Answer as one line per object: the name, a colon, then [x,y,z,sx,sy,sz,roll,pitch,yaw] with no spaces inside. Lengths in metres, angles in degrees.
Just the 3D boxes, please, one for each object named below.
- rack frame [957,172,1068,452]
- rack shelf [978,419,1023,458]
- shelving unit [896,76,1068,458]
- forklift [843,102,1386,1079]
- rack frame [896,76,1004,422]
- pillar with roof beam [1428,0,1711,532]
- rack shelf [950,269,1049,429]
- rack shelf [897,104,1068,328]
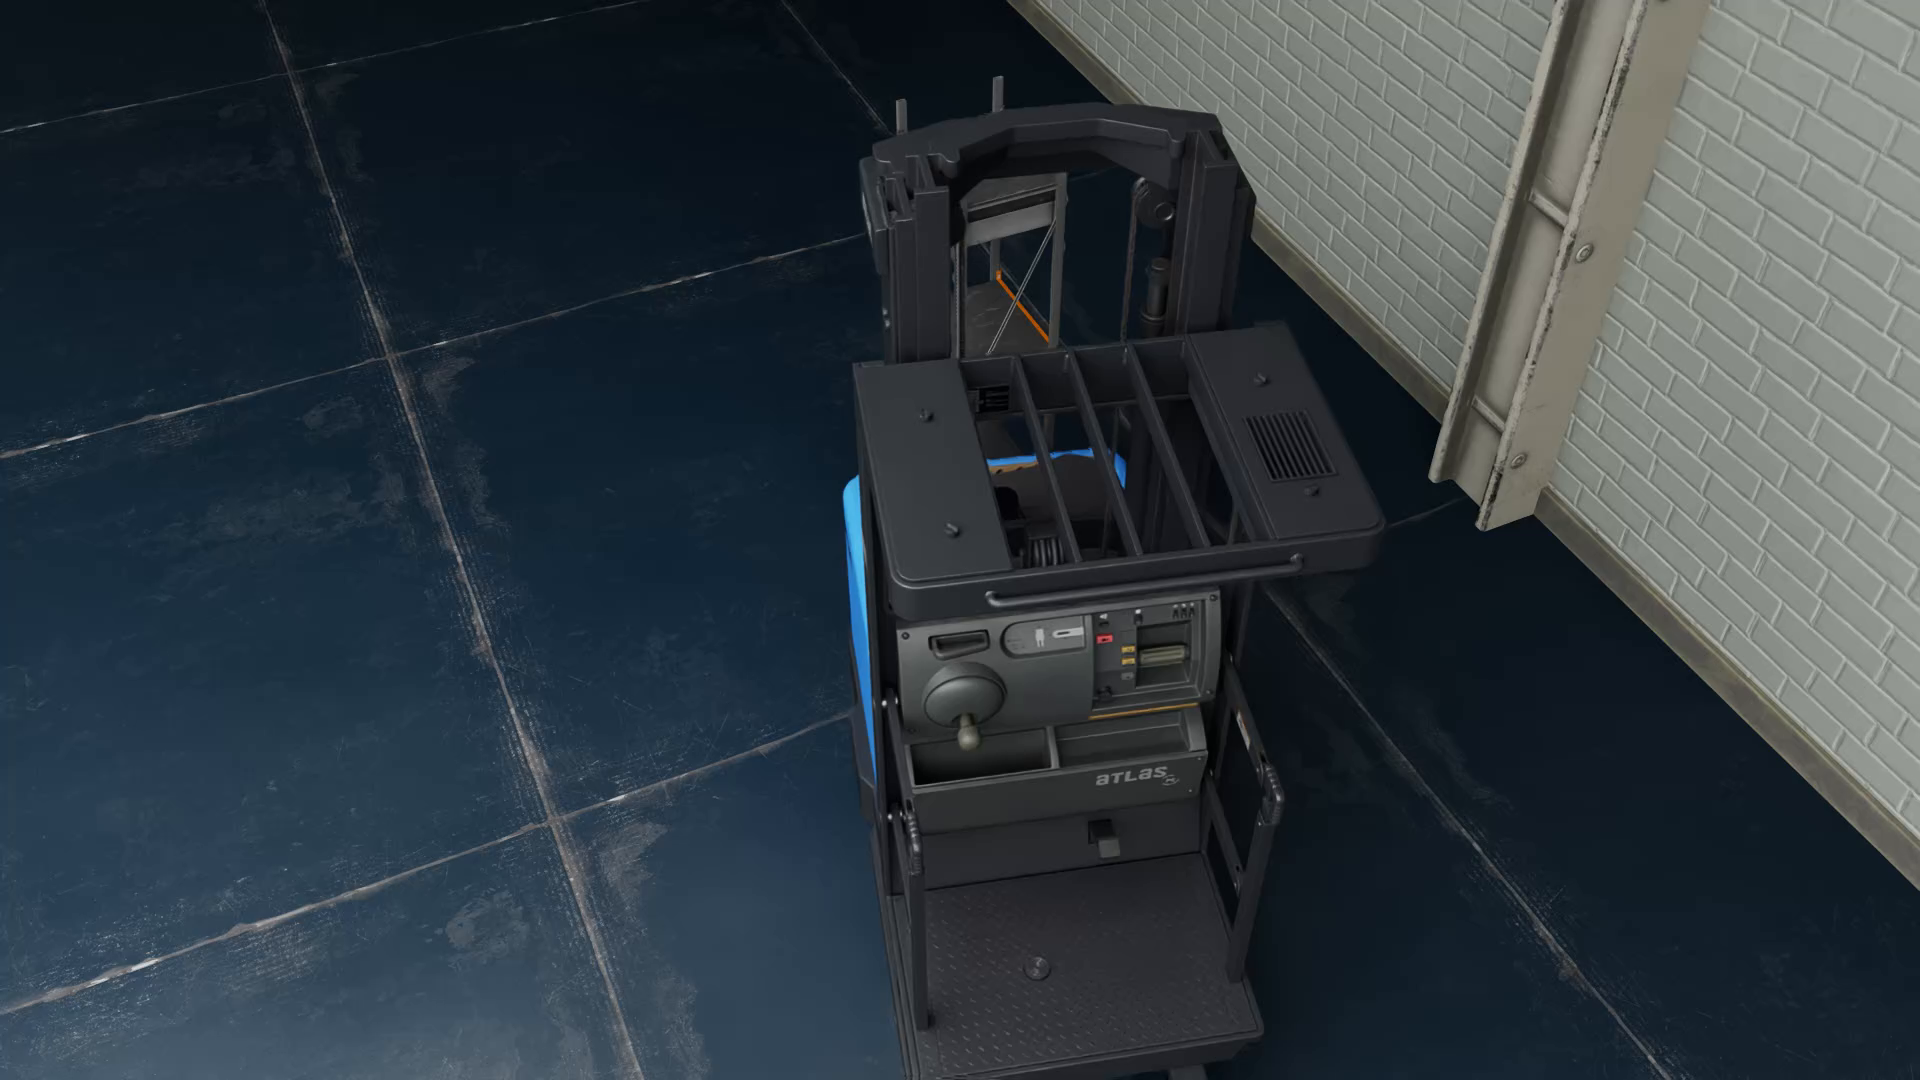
rack frame: [0.172,-0.486,6.117,0.400,2.100,0.015,-18,47,-17]
rack shelf: [0.070,-0.134,6.776,0.431,0.518,0.480,-18,47,-17]
shelving unit: [0.070,-0.642,6.274,0.431,2.100,0.503,-18,47,-17]
forklift: [0.324,0.453,4.572,1.130,2.935,3.031,-7,45,-7]
rack frame: [-0.033,-0.797,6.432,0.400,2.100,0.015,-18,47,-17]
pillar with roof beam: [-1.603,-2.138,2.878,9.100,9.000,0.400,-18,47,-17]
rack shelf: [0.070,-0.632,6.284,0.431,0.518,0.480,-18,47,-17]
rack shelf: [0.070,-1.130,5.792,0.431,0.518,0.480,-18,47,-17]
